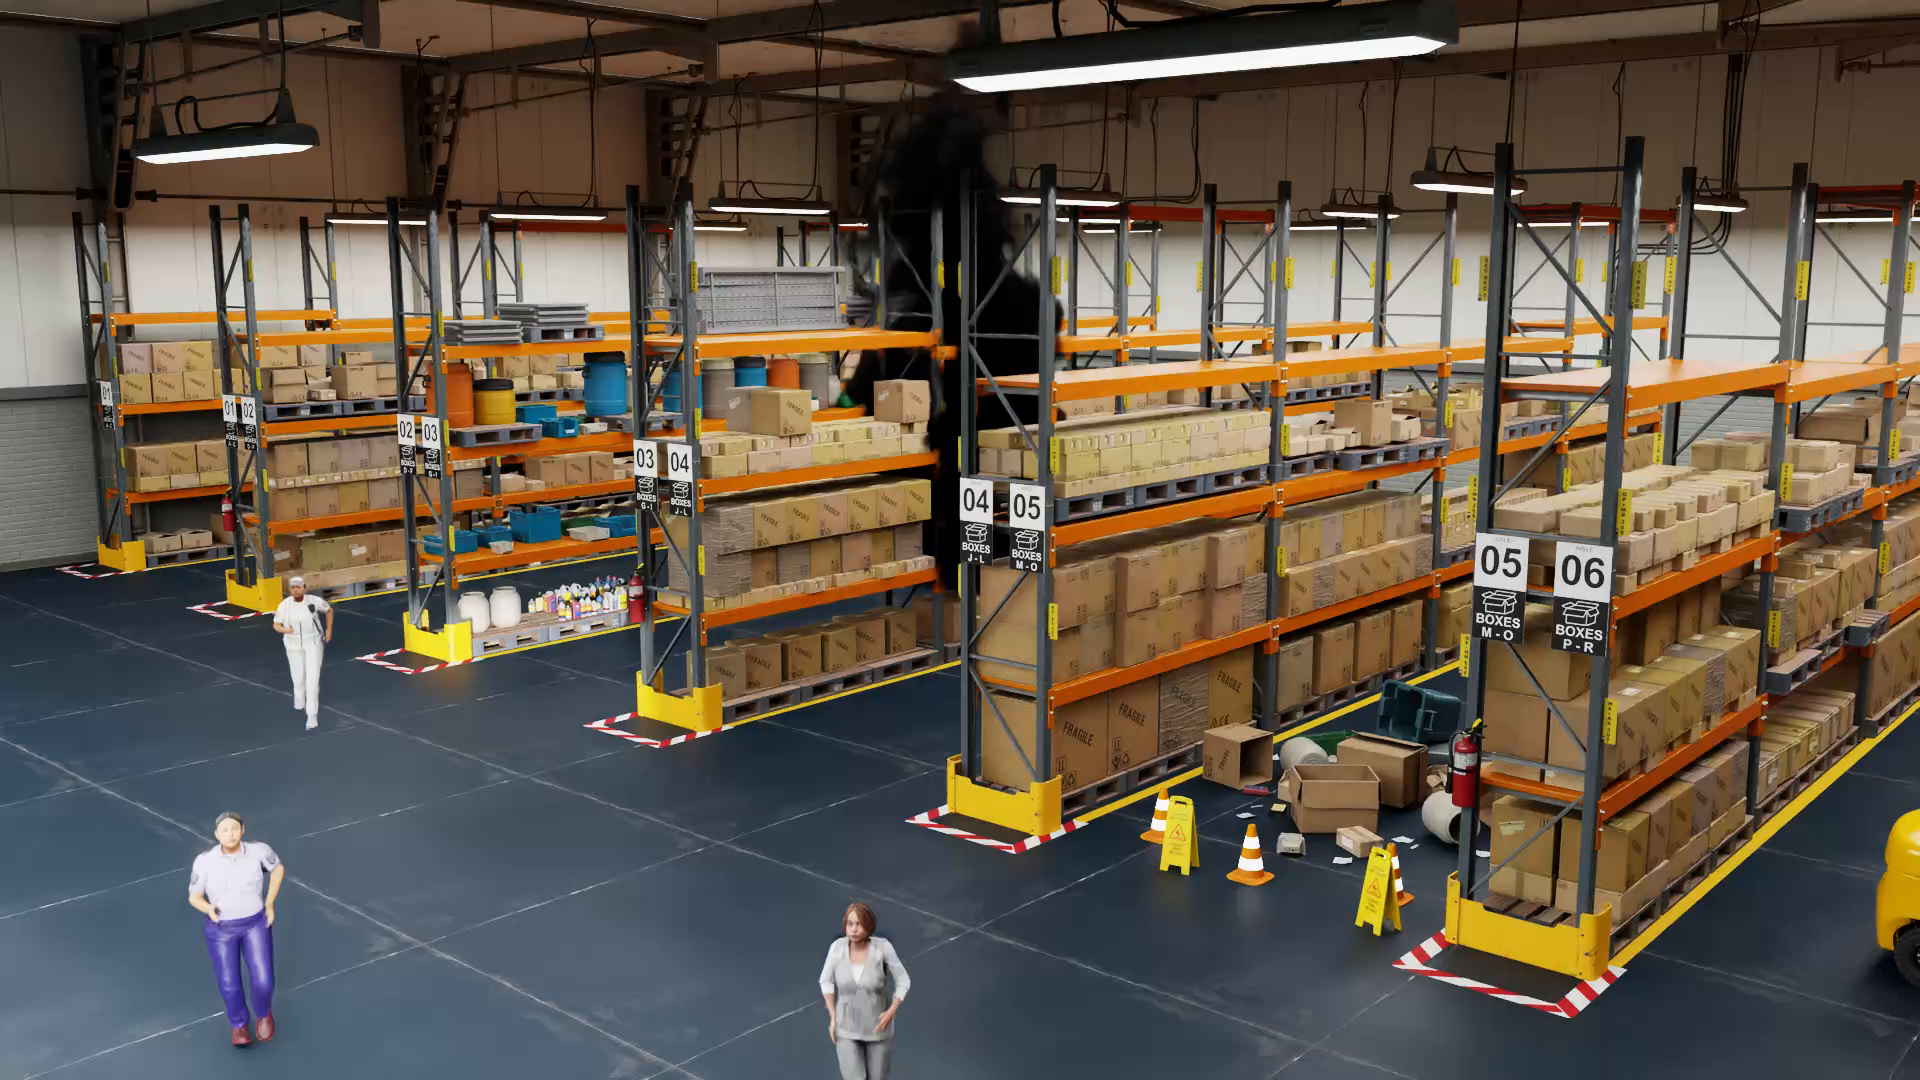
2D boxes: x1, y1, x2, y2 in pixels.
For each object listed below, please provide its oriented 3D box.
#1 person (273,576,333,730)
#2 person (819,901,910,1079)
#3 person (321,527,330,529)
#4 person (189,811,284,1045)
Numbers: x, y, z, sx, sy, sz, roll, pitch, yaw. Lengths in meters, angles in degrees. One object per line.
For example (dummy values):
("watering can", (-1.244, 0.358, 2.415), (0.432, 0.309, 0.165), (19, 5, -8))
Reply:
("person", (-7.444, 1.231, 18.910), (0.612, 1.703, 0.923), (-2, 10, -13))
("person", (-0.552, 2.832, 9.620), (0.534, 1.587, 0.669), (0, 9, 2))
("person", (-10.571, -0.311, 27.621), (0.691, 1.784, 0.867), (6, 11, 32))
("person", (-4.728, 2.578, 10.924), (0.582, 1.615, 0.605), (-4, 10, -23))
